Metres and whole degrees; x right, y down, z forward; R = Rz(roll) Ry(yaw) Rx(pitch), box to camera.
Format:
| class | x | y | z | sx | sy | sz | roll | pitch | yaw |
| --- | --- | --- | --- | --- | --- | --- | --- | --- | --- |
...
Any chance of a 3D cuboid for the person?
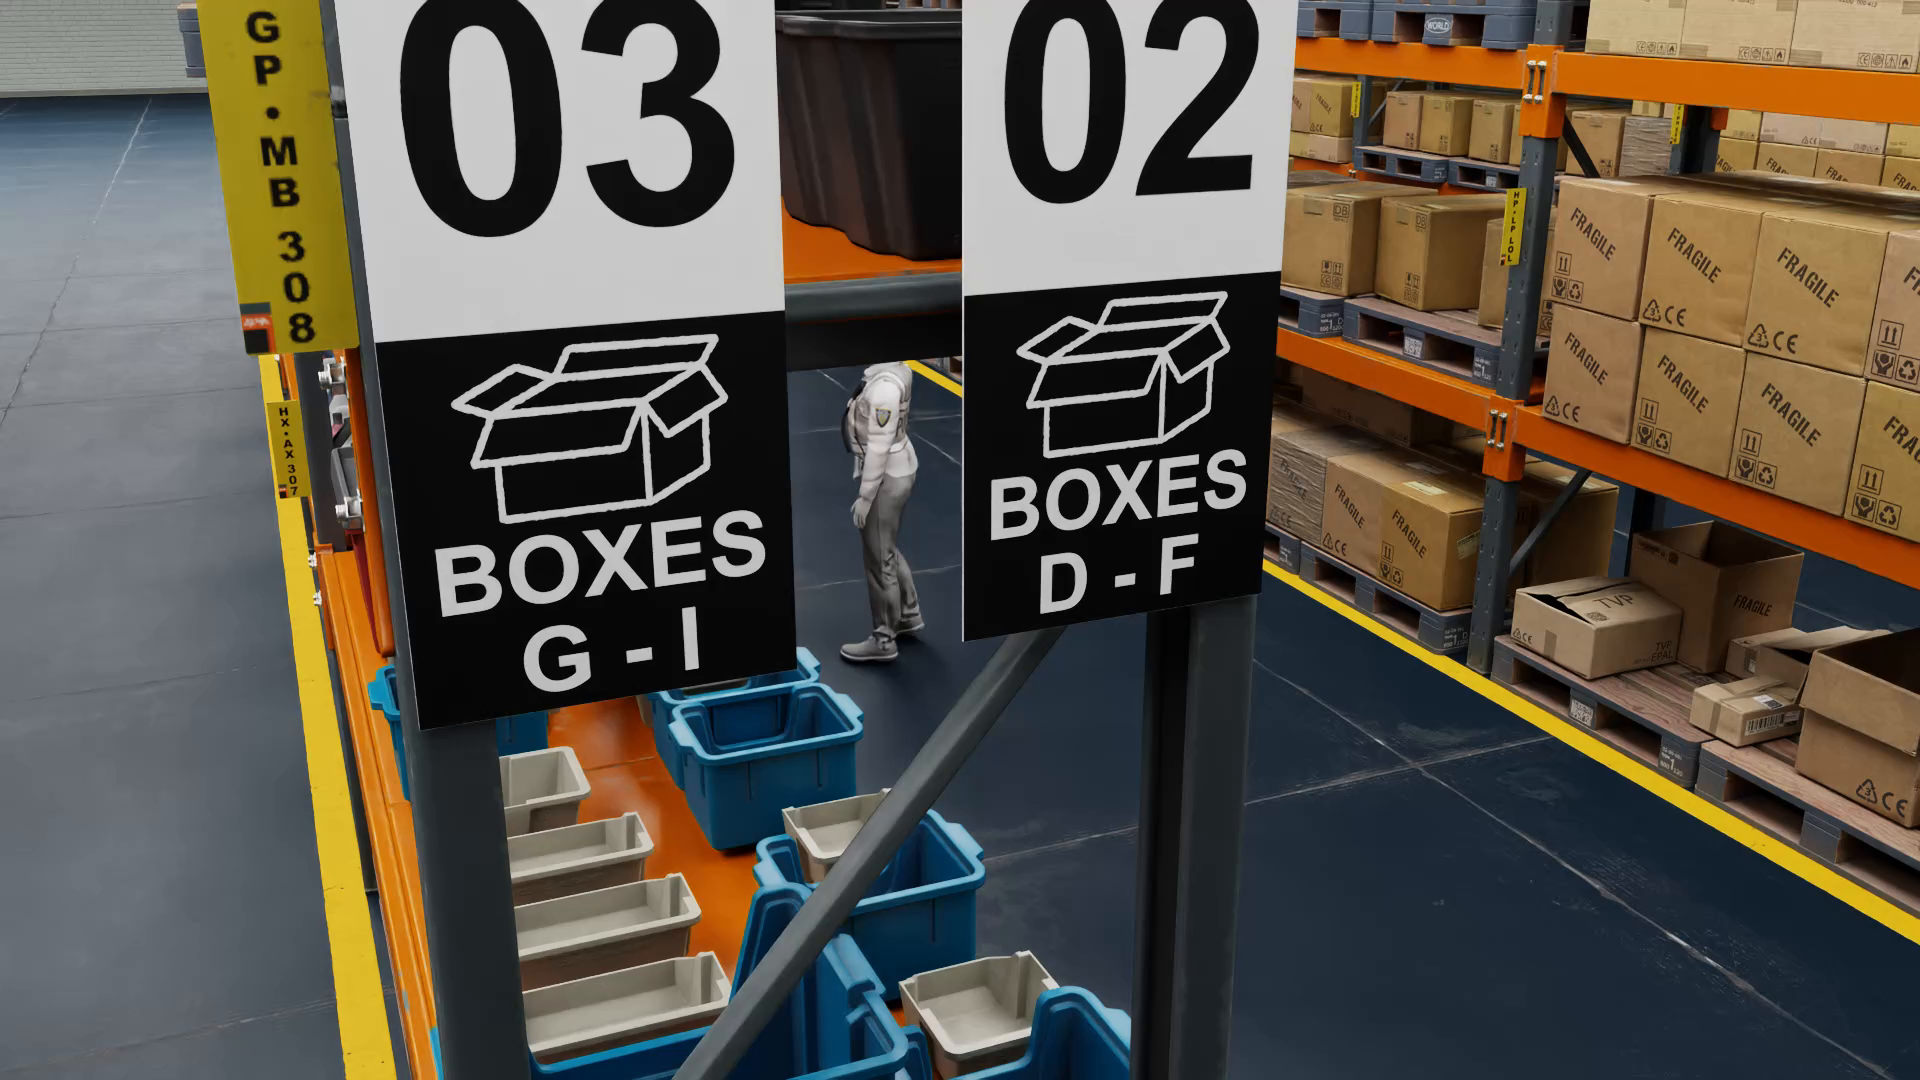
| class | x | y | z | sx | sy | sz | roll | pitch | yaw |
| --- | --- | --- | --- | --- | --- | --- | --- | --- | --- |
| person | -0.372 | -0.264 | 7.786 | 0.374 | 1.706 | 0.568 | 2 | 19 | 6 |
